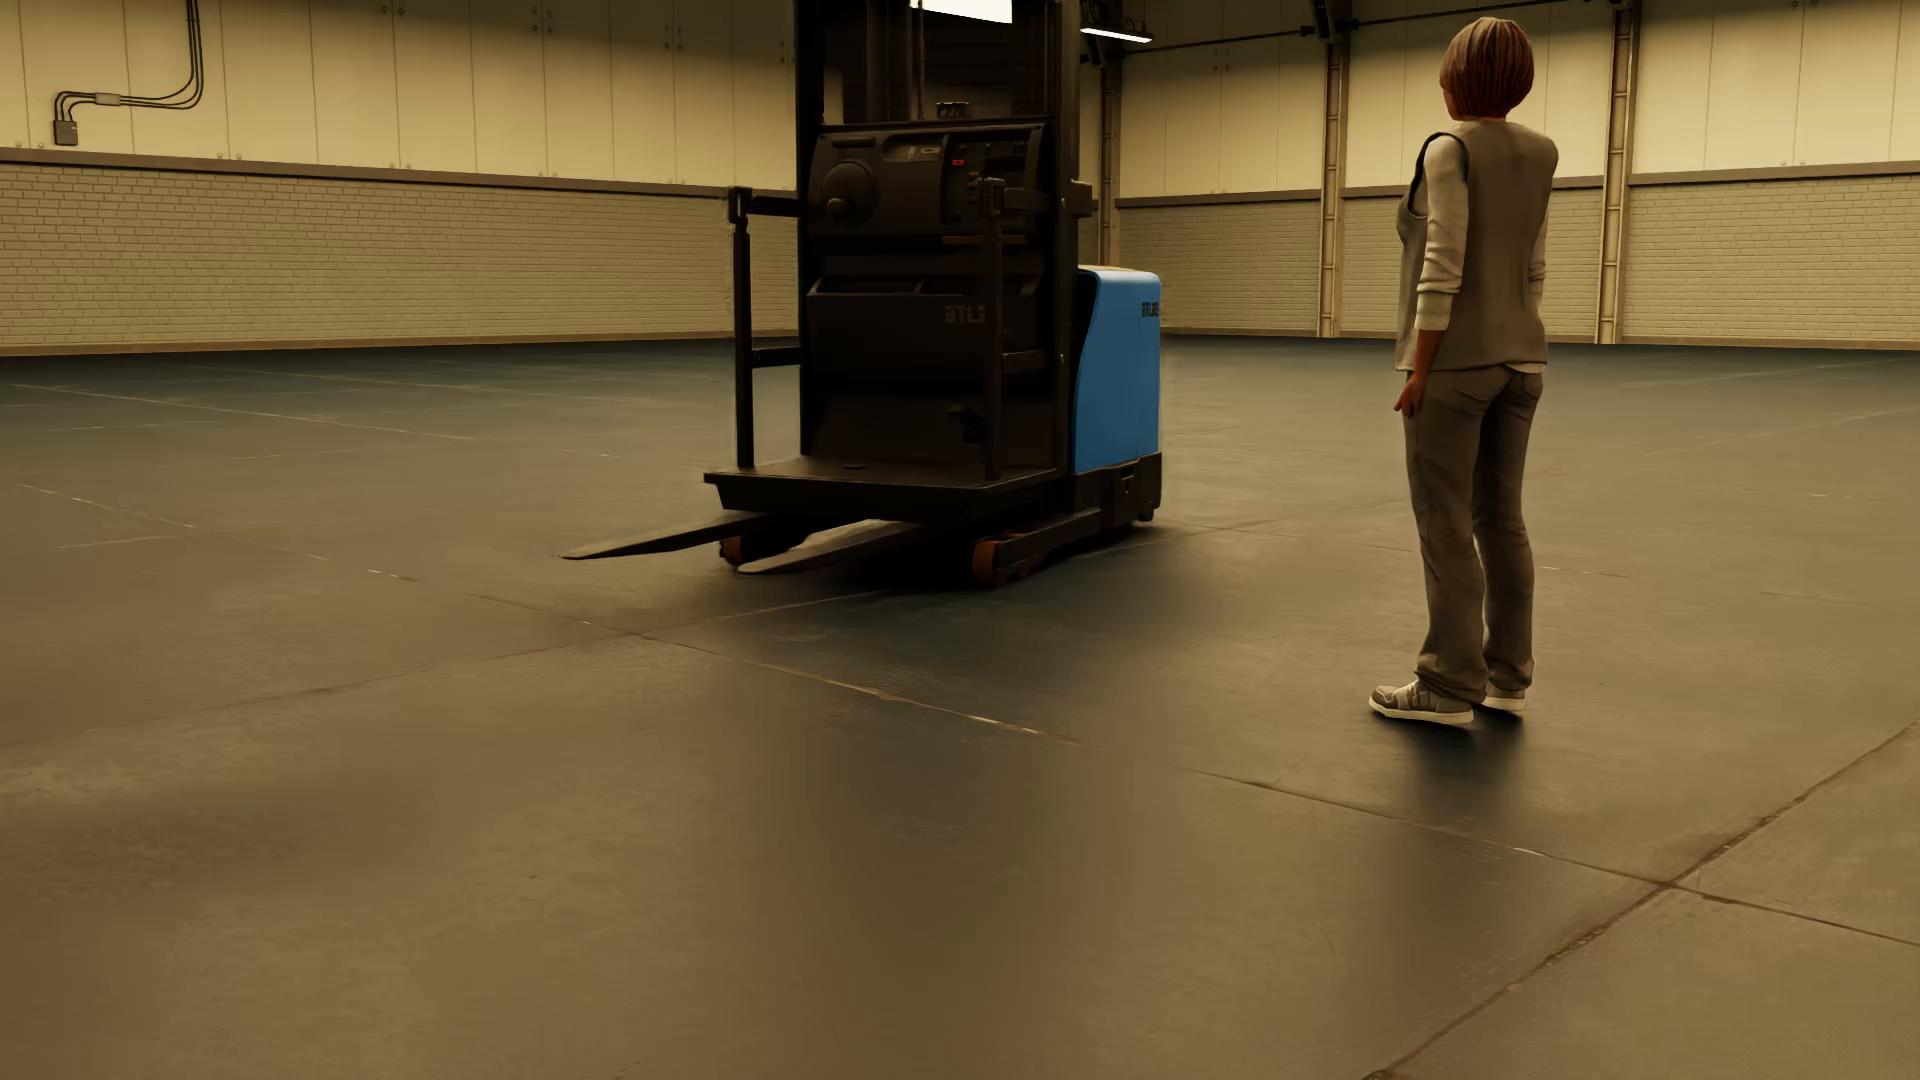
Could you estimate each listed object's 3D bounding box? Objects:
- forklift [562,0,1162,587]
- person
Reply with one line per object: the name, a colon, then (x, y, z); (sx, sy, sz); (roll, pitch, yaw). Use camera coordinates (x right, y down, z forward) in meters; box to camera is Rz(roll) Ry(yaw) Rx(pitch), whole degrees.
forklift: (-0.222, -1.362, 5.917); (1.130, 2.935, 3.031); (4, 9, 25)
person: (1.171, -0.374, 3.832); (0.405, 1.603, 0.313); (-5, 10, -32)
